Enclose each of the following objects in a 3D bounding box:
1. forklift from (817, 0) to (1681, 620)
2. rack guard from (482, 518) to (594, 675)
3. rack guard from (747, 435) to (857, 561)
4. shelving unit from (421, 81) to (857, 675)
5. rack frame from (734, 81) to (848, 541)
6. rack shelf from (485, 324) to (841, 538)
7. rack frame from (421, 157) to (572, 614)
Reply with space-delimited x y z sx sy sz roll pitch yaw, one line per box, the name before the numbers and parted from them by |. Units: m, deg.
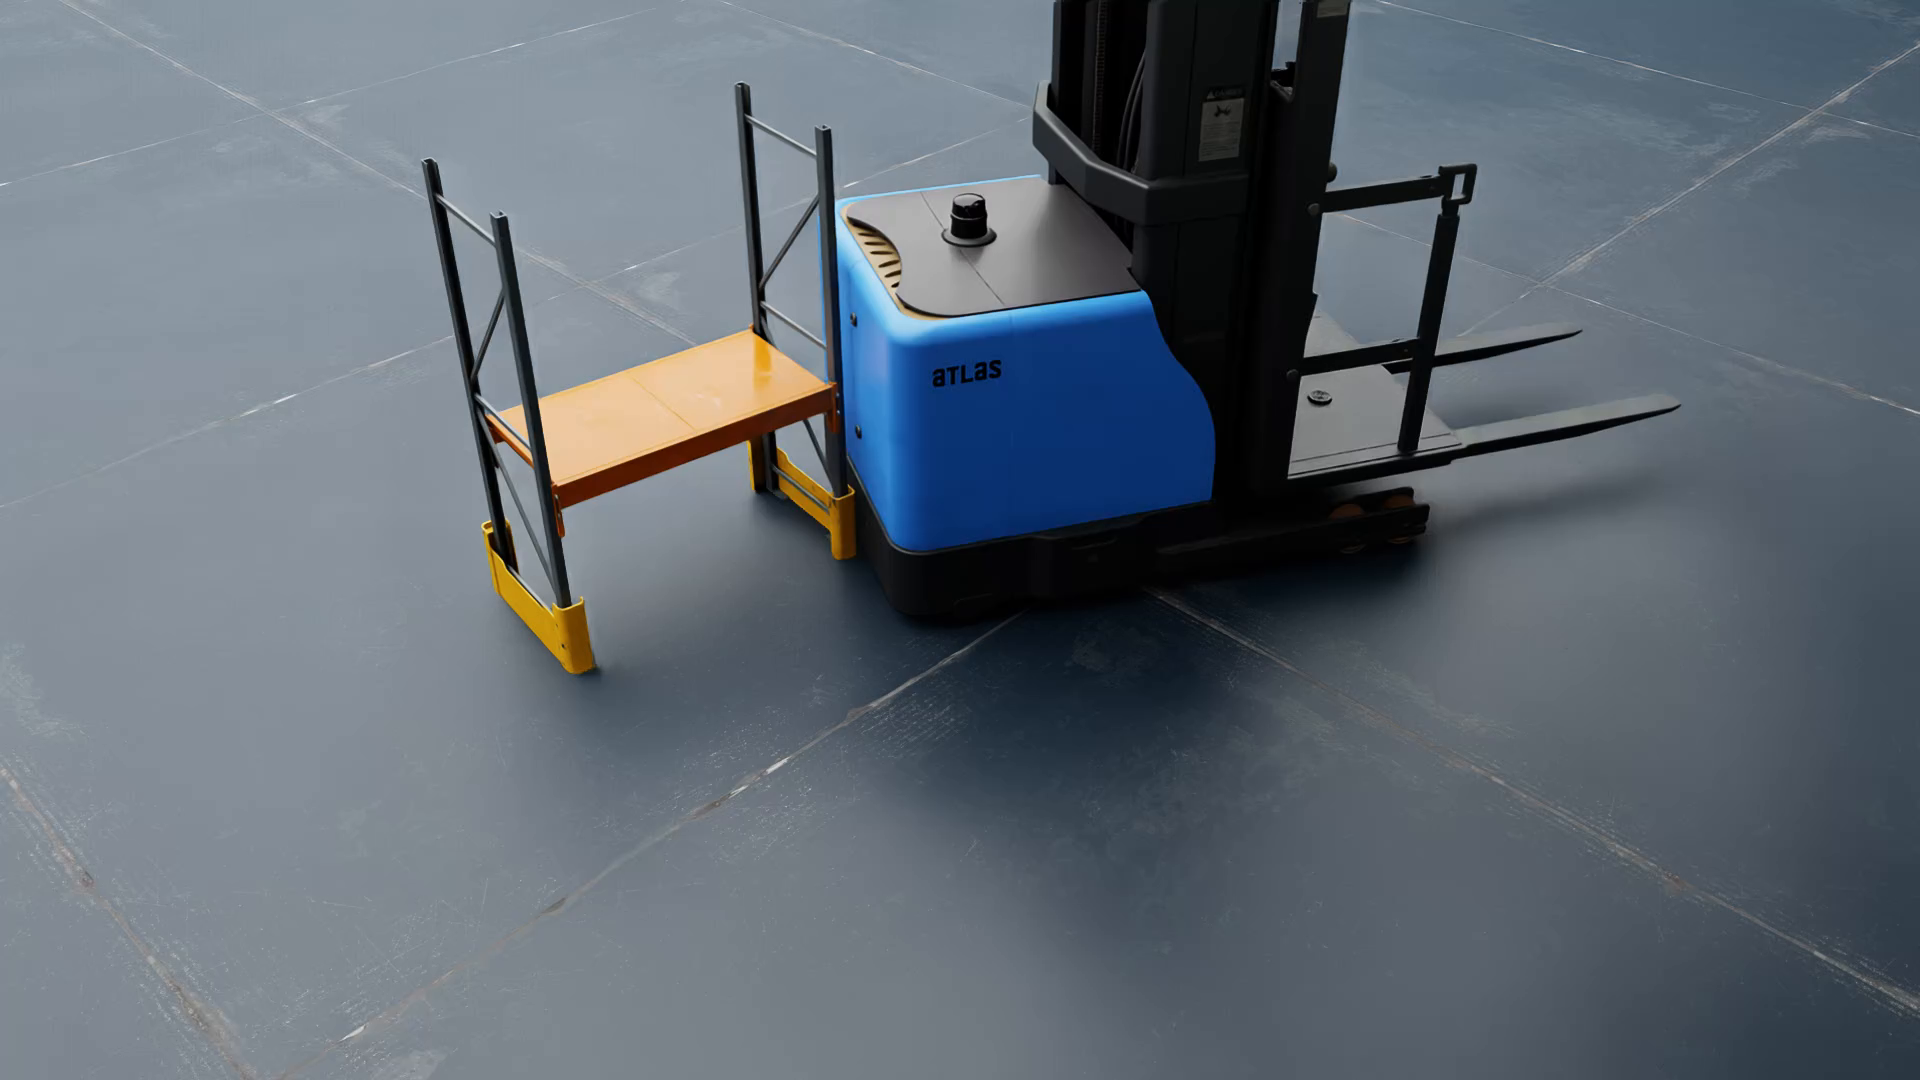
forklift | 1.092 -1.434 5.244 3.031 2.935 1.130 -10 36 -14
rack guard | -1.345 0.171 5.286 0.087 0.250 0.587 -24 41 -30
rack guard | -0.554 -0.175 5.782 0.087 0.250 0.587 -24 41 -30
shelving unit | -0.949 -0.514 5.176 1.083 1.500 0.587 -24 41 -30
rack frame | -0.538 -0.694 5.434 0.032 1.500 0.500 -24 41 -30
rack shelf | -0.942 -0.370 5.284 1.000 0.185 0.538 -24 41 -30
rack frame | -1.346 -0.341 4.928 0.032 1.500 0.500 -24 41 -30
